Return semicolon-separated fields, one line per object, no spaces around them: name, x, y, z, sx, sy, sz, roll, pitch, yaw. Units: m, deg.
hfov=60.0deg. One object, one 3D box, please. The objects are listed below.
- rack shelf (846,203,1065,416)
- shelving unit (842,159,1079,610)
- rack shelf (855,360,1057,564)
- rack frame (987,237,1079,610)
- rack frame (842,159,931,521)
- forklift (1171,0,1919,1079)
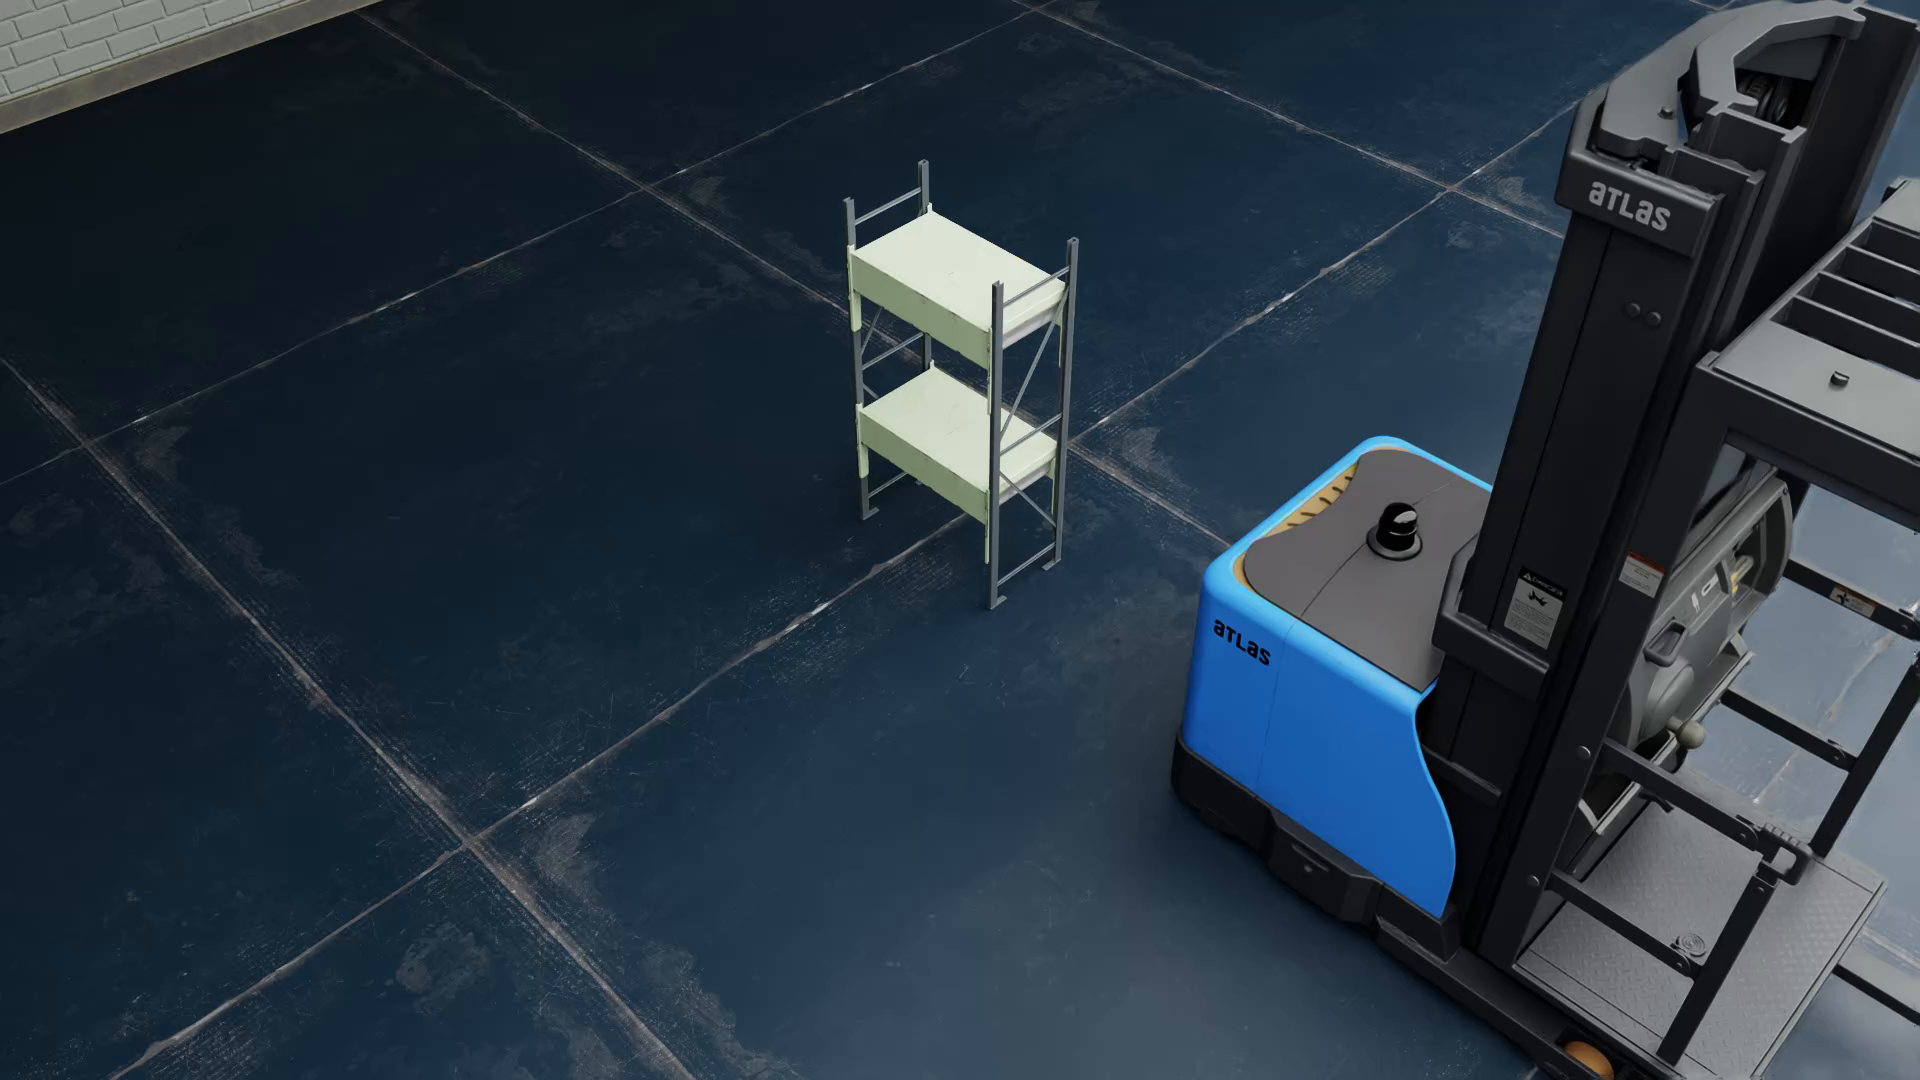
rack shelf;-0.005;-0.841;5.980;0.431;0.370;0.720;-34;53;-31
shelving unit;-0.005;-0.554;6.244;0.431;1.500;0.755;-34;53;-31
rack shelf;-0.005;-0.315;6.466;0.431;0.370;0.720;-34;53;-31
rack frame;0.254;-0.378;6.054;0.400;1.500;0.023;-34;53;-31
rack frame;-0.263;-0.730;6.435;0.400;1.500;0.023;-34;53;-31
forklift;2.135;0.270;4.299;3.031;2.935;1.130;33;52;31
